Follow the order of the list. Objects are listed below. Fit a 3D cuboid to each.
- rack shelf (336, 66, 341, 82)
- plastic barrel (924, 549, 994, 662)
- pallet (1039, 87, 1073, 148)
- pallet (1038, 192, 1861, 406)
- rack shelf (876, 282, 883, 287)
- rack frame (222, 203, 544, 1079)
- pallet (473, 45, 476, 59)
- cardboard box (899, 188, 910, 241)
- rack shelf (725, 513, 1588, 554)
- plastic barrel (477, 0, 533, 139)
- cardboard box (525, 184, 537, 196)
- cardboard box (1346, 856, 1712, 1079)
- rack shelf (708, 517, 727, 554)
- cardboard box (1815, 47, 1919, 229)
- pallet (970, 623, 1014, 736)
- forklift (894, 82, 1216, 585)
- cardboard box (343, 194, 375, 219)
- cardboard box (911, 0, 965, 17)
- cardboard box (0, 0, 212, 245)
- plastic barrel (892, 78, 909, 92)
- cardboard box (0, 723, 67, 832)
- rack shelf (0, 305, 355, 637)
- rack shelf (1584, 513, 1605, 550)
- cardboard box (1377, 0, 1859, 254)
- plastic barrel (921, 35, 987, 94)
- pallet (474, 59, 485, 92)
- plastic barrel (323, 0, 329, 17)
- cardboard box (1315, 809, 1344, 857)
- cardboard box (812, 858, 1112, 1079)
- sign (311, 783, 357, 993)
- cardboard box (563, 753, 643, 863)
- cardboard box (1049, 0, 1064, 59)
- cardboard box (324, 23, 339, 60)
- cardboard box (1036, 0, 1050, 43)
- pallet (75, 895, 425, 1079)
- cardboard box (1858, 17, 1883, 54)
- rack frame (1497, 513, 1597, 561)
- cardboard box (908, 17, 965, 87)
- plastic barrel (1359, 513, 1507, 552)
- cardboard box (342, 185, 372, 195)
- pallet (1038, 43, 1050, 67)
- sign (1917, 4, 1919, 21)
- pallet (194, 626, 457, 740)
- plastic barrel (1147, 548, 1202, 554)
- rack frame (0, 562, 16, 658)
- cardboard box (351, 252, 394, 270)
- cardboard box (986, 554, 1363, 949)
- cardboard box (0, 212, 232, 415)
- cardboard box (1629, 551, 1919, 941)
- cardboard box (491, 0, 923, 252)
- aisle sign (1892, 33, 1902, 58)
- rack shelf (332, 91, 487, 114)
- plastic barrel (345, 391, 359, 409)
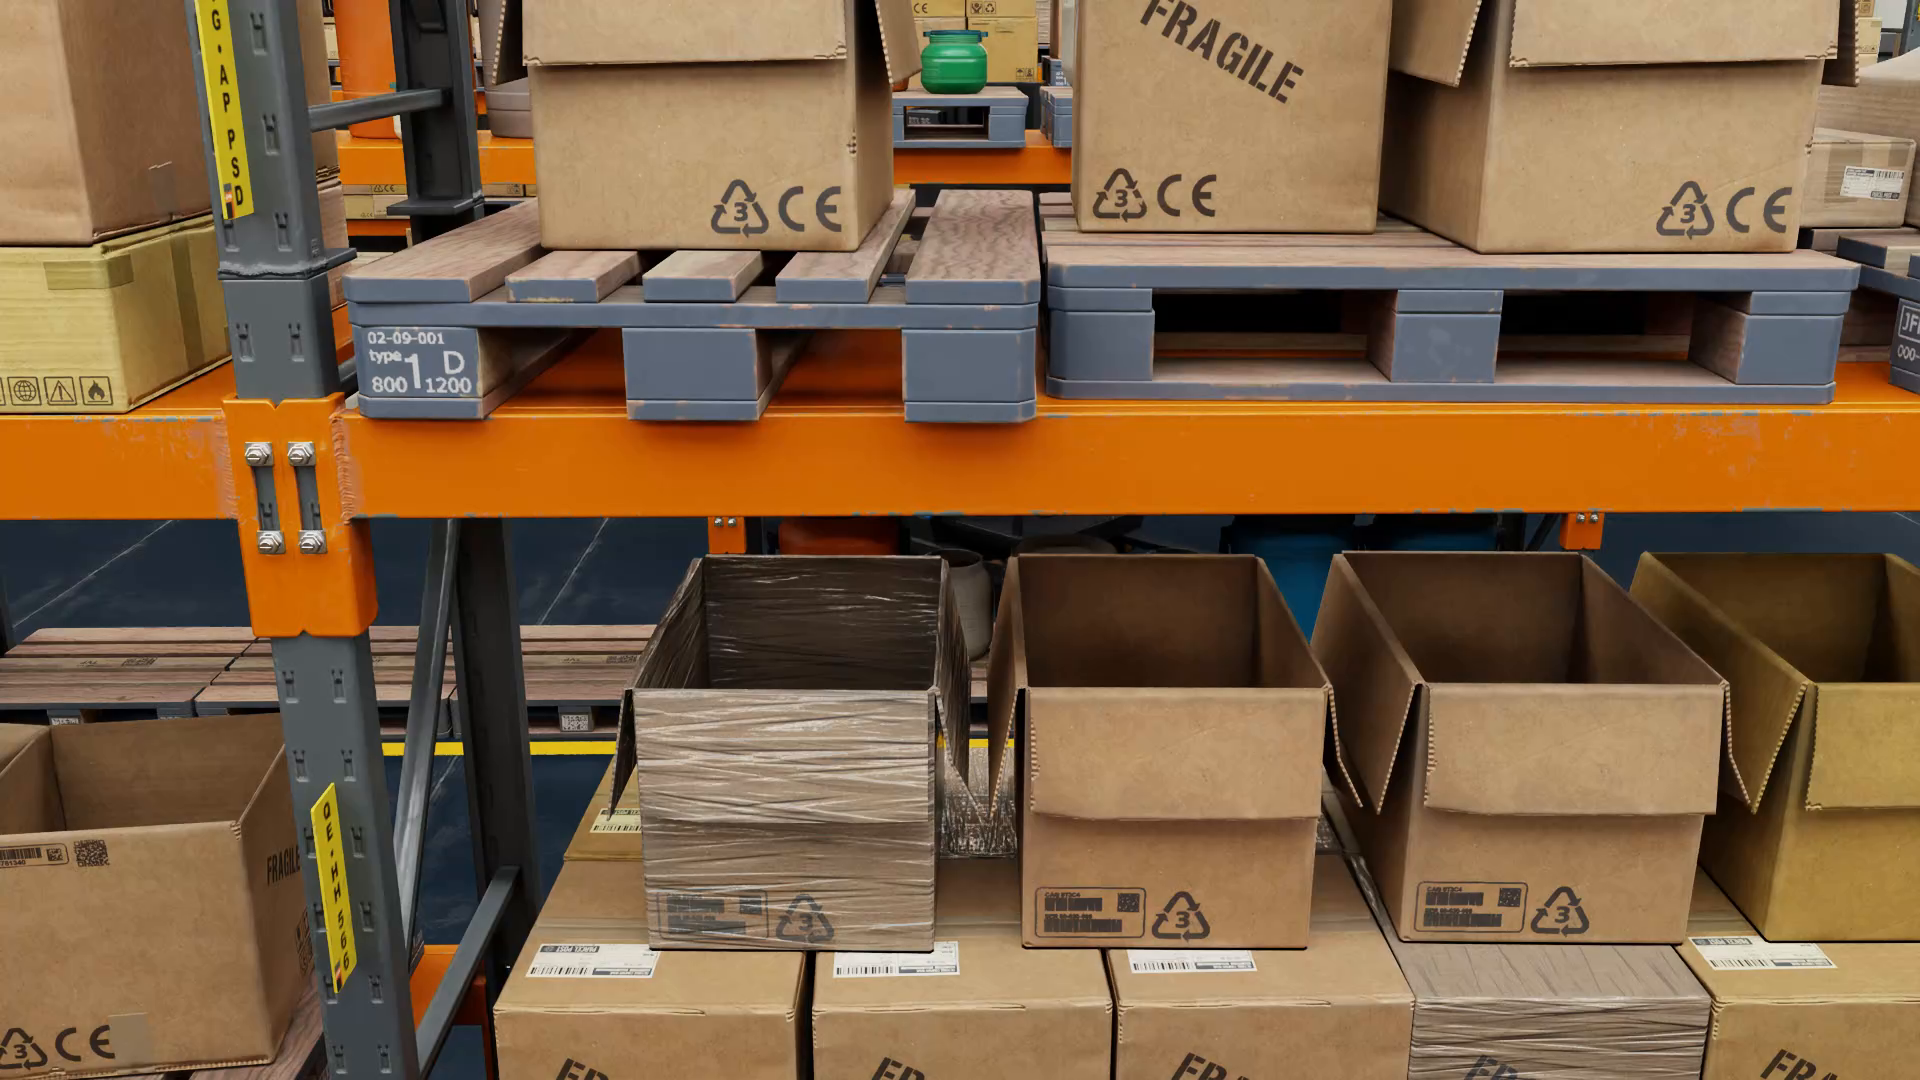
[{"bbox_3d":[-7.246,-4.694,17.036,4.000,0.370,1.077,0,18,-1],"label":"rack shelf"},{"bbox_3d":[-0.038,0.336,8.475,0.421,0.512,0.421,0,18,0],"label":"plastic barrel"},{"bbox_3d":[0.993,-1.929,7.548,1.213,0.211,1.003,0,18,-1],"label":"pallet"},{"bbox_3d":[0.749,-0.462,2.977,1.213,0.211,1.003,1,18,2],"label":"pallet"},{"bbox_3d":[0.835,-1.791,12.898,4.000,0.370,1.077,0,18,-1],"label":"rack shelf"},{"bbox_3d":[-1.012,0.902,3.327,0.127,3.000,1.000,0,18,-1],"label":"rack frame"},{"bbox_3d":[-4.627,-4.927,16.893,1.003,0.211,1.213,0,18,-1],"label":"pallet"},{"bbox_3d":[-0.536,-2.409,12.796,0.500,0.500,0.700,-6,19,-19],"label":"cardboard box"},{"bbox_3d":[0.910,-0.278,8.182,4.000,0.370,1.077,0,18,-1],"label":"rack shelf"},{"bbox_3d":[-1.914,-2.341,7.702,0.600,0.901,0.600,0,18,0],"label":"plastic barrel"},{"bbox_3d":[-4.177,-3.867,17.309,0.500,0.500,0.700,2,18,5],"label":"cardboard box"},{"bbox_3d":[1.006,0.926,3.086,0.500,0.500,0.500,0,18,-1],"label":"cardboard box"},{"bbox_3d":[-3.090,-0.259,8.122,4.000,0.370,1.077,0,18,-1],"label":"rack shelf"},{"bbox_3d":[1.889,-0.726,2.947,0.500,0.311,0.500,-1,18,-3],"label":"cardboard box"},{"bbox_3d":[-0.302,0.700,8.520,1.213,0.211,1.003,0,18,-1],"label":"pallet"},{"bbox_3d":[0.489,-1.248,10.141,3.031,2.935,1.130,16,24,41],"label":"forklift"},{"bbox_3d":[-6.213,-3.461,17.139,0.500,0.250,0.500,0,18,-1],"label":"cardboard box"},{"bbox_3d":[-0.218,-4.079,12.140,0.500,0.500,0.500,0,18,-1],"label":"cardboard box"},{"bbox_3d":[-1.485,-0.734,2.531,0.500,0.500,0.500,0,18,1],"label":"cardboard box"},{"bbox_3d":[-0.522,-2.446,7.460,0.708,0.830,0.600,0,18,-1],"label":"plastic barrel"},{"bbox_3d":[-2.108,0.702,3.097,0.500,0.500,0.700,2,18,7],"label":"cardboard box"},{"bbox_3d":[-3.011,-0.175,2.948,4.000,0.370,1.077,0,18,-1],"label":"rack shelf"},{"bbox_3d":[4.909,-0.298,8.242,4.000,0.370,1.077,0,18,-1],"label":"rack shelf"},{"bbox_3d":[1.031,-0.792,2.840,0.637,0.503,0.797,-1,18,-2],"label":"cardboard box"},{"bbox_3d":[-0.027,-2.100,7.341,0.294,0.245,0.294,0,18,0],"label":"plastic barrel"},{"bbox_3d":[-2.960,-3.426,12.214,1.213,0.211,1.003,1,18,2],"label":"pallet"},{"bbox_3d":[-3.276,-2.334,7.681,0.708,0.901,0.600,0,18,-1],"label":"plastic barrel"},{"bbox_3d":[0.496,0.772,3.567,0.500,0.500,0.500,-1,18,-3],"label":"cardboard box"},{"bbox_3d":[-0.006,0.931,3.070,0.500,0.500,0.500,-1,18,-2],"label":"cardboard box"},{"bbox_3d":[-0.994,0.554,2.645,0.005,0.325,0.100,0,18,-1],"label":"sign"},{"bbox_3d":[-0.522,0.776,3.555,0.500,0.500,0.500,0,18,1],"label":"cardboard box"},{"bbox_3d":[0.997,-3.880,12.305,0.600,0.600,0.600,-1,18,-3],"label":"cardboard box"},{"bbox_3d":[-4.548,-3.662,12.199,0.500,0.250,0.500,2,18,5],"label":"cardboard box"},{"bbox_3d":[0.814,-5.366,17.069,0.500,0.500,0.700,0,18,-1],"label":"cardboard box"},{"bbox_3d":[-1.723,1.029,3.244,1.003,0.211,1.213,0,18,-1],"label":"pallet"},{"bbox_3d":[6.325,-3.677,12.116,0.500,0.250,0.500,0,18,-1],"label":"cardboard box"},{"bbox_3d":[2.910,-0.631,8.102,0.127,3.000,1.000,0,18,-1],"label":"rack frame"},{"bbox_3d":[-0.219,-3.615,12.331,0.500,0.500,0.910,0,18,-1],"label":"cardboard box"},{"bbox_3d":[2.365,0.166,8.367,0.708,0.901,0.600,0,18,-1],"label":"plastic barrel"},{"bbox_3d":[-6.213,-3.812,17.005,0.500,0.500,0.500,0,18,-1],"label":"cardboard box"},{"bbox_3d":[0.515,-5.001,17.125,1.213,0.211,1.003,1,18,2],"label":"pallet"},{"bbox_3d":[6.823,-3.843,11.756,0.005,0.325,0.100,0,18,-1],"label":"sign"},{"bbox_3d":[-3.082,0.713,8.478,1.213,0.211,1.003,0,18,-1],"label":"pallet"},{"bbox_3d":[1.091,0.330,8.492,0.421,0.512,0.421,0,18,0],"label":"plastic barrel"},{"bbox_3d":[-5.089,-0.592,7.982,0.127,3.000,1.000,0,18,-1],"label":"rack frame"},{"bbox_3d":[-4.672,-2.049,12.770,0.500,0.250,0.500,1,18,3],"label":"cardboard box"},{"bbox_3d":[0.371,0.375,3.161,0.637,0.503,0.797,0,18,0],"label":"cardboard box"},{"bbox_3d":[-1.483,-0.378,2.651,0.500,0.250,0.500,0,18,-1],"label":"cardboard box"},{"bbox_3d":[1.663,0.362,3.201,0.637,0.503,0.797,0,18,0],"label":"cardboard box"},{"bbox_3d":[-0.403,-0.801,2.866,0.637,0.503,0.797,1,18,2],"label":"cardboard box"},{"bbox_3d":[6.908,-3.307,12.191,0.004,0.787,0.394,0,18,-1],"label":"aisle sign"},{"bbox_3d":[-3.164,-3.200,12.380,4.000,0.370,1.077,0,18,-1],"label":"rack shelf"},{"bbox_3d":[-2.963,-0.600,7.784,0.433,0.535,0.433,0,18,0],"label":"plastic barrel"}]
